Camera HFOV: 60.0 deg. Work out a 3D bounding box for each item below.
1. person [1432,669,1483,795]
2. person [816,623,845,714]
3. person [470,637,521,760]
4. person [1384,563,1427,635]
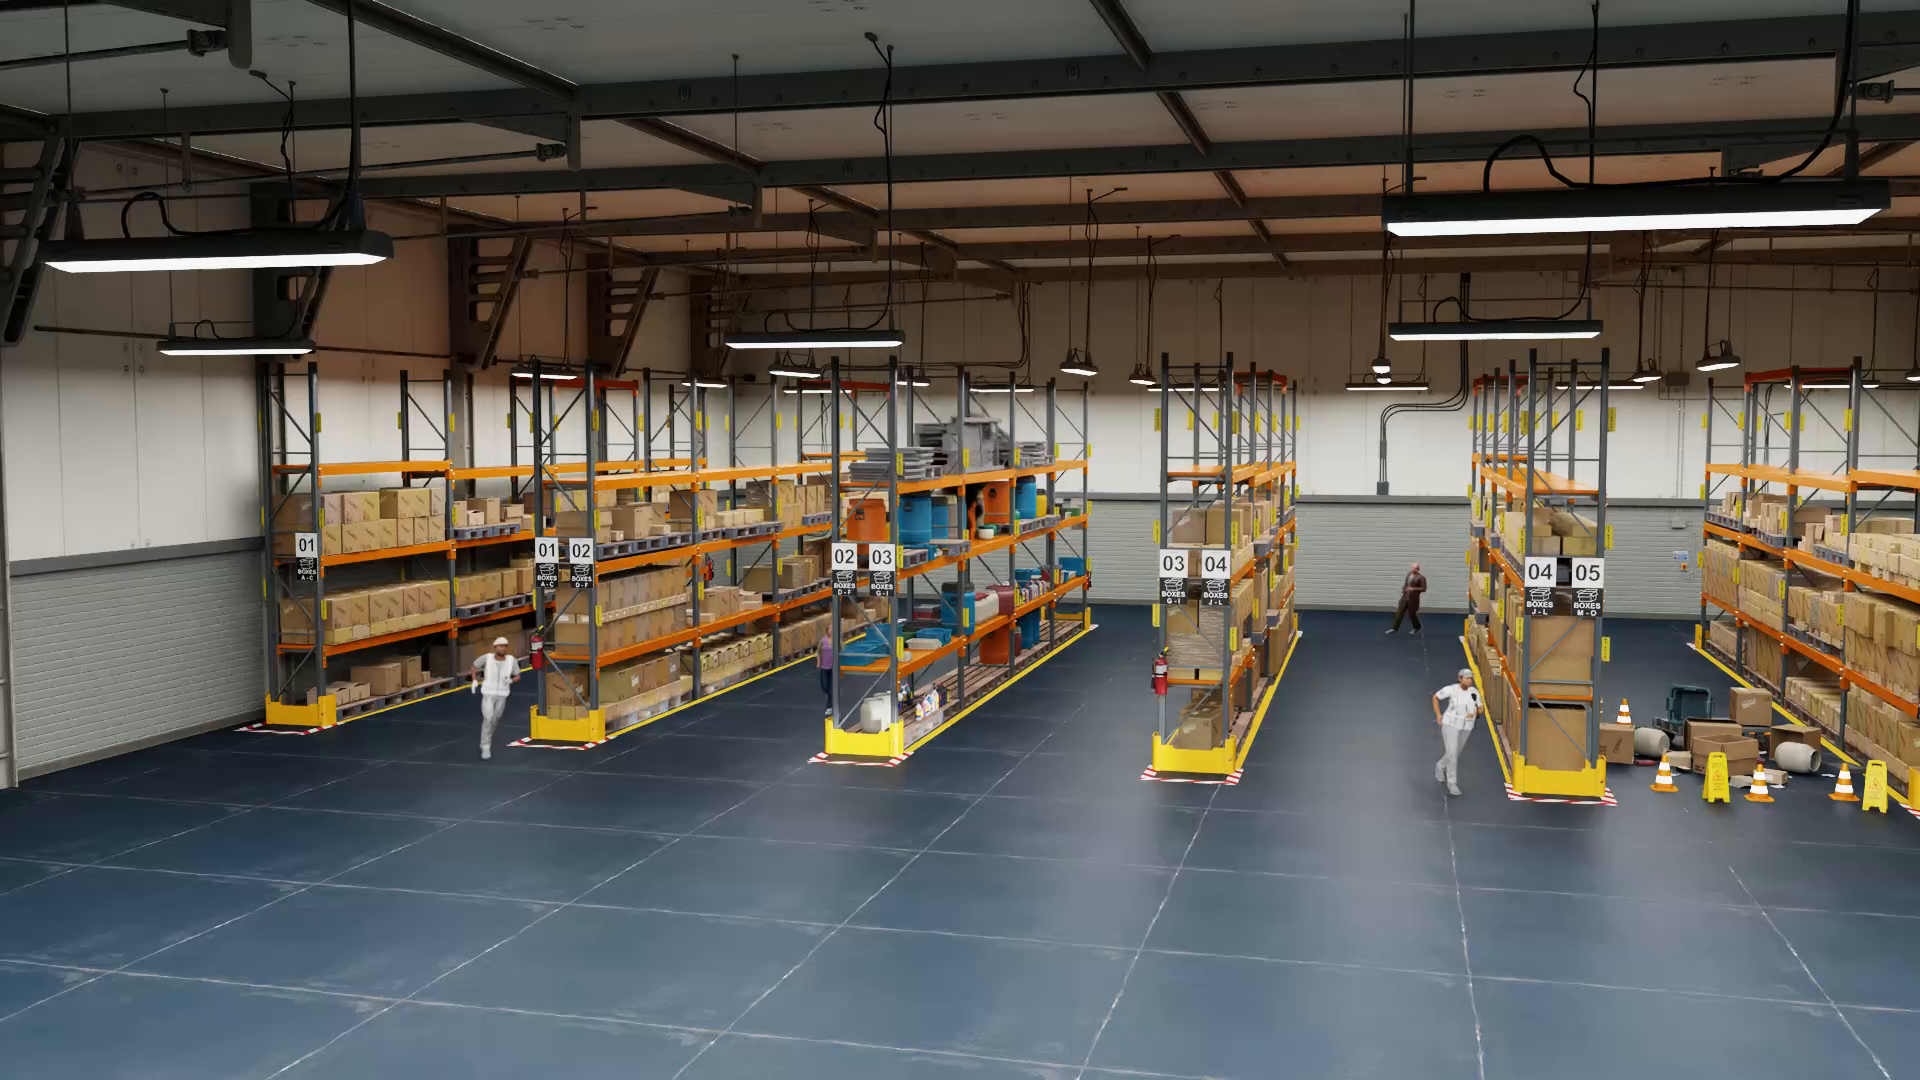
[{"bbox_3d":[6.828,2.571,22.698,0.647,1.640,0.918,-1,4,-11],"label":"person"},{"bbox_3d":[-2.215,2.197,28.471,0.549,1.545,0.559,0,4,4],"label":"person"},{"bbox_3d":[-7.007,2.348,25.157,0.714,1.770,0.888,-2,5,-29],"label":"person"},{"bbox_3d":[10.495,1.383,38.595,1.112,1.725,0.766,-3,5,-40],"label":"person"}]
